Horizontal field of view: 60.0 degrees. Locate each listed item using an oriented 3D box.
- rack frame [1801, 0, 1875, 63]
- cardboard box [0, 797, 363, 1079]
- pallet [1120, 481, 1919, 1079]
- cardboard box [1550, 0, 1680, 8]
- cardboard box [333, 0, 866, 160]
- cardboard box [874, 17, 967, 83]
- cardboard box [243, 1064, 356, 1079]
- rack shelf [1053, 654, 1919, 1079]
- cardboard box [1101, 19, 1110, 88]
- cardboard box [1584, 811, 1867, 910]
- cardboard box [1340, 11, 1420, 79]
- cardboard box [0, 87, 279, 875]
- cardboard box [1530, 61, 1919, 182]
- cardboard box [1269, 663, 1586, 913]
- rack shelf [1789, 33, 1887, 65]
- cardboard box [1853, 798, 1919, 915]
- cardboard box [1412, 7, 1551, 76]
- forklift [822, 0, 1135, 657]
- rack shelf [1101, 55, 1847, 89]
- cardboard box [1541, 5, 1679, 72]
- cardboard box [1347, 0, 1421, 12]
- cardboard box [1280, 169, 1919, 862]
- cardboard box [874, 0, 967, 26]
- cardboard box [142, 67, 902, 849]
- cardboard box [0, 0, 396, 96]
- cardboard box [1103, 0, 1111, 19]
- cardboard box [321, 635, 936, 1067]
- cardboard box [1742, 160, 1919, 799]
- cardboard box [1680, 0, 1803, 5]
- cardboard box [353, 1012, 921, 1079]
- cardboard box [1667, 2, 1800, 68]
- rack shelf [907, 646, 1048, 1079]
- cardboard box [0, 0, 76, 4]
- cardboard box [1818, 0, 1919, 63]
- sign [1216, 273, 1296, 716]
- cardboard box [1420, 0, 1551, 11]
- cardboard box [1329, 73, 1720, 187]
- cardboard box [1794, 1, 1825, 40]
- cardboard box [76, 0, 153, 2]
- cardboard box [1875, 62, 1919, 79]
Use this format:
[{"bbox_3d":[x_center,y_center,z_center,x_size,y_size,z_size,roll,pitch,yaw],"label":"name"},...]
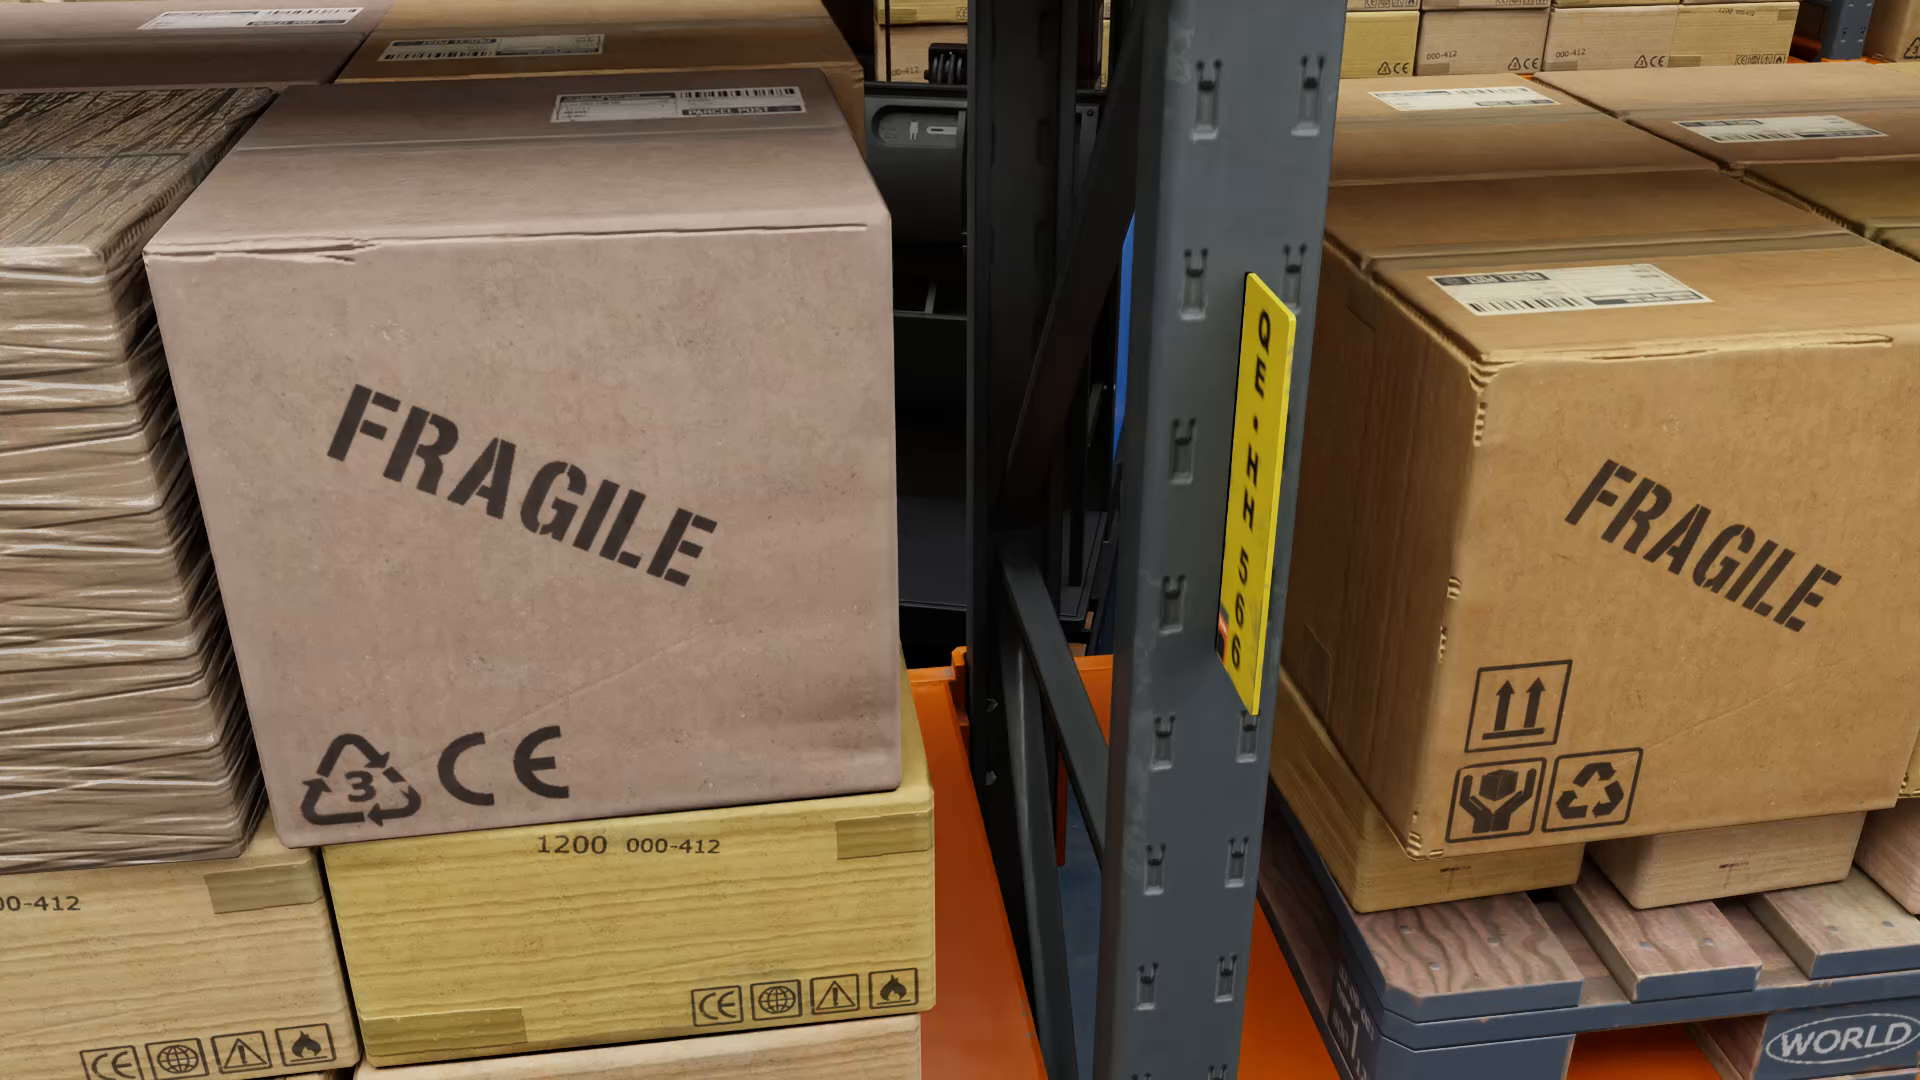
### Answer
[{"bbox_3d":[3.406,-2.263,6.876,0.127,3.000,1.000,-4,27,-7],"label":"rack frame"},{"bbox_3d":[-0.811,0.259,1.576,0.500,0.250,0.500,-4,27,-8],"label":"cardboard box"},{"bbox_3d":[0.831,0.226,2.233,1.003,0.211,1.213,-4,27,-7],"label":"pallet"},{"bbox_3d":[2.447,-2.236,6.439,0.500,0.250,0.500,-4,27,-8],"label":"cardboard box"},{"bbox_3d":[-0.382,-0.334,1.910,0.500,0.500,0.500,-5,28,-9],"label":"cardboard box"},{"bbox_3d":[-0.082,-1.860,6.254,0.500,0.250,0.500,-4,27,-7],"label":"cardboard box"},{"bbox_3d":[-0.828,0.490,1.673,0.500,0.250,0.500,-3,27,-6],"label":"cardboard box"},{"bbox_3d":[2.121,0.427,2.419,4.000,0.370,1.077,-4,27,-7],"label":"rack shelf"},{"bbox_3d":[0.417,-1.890,6.312,0.500,0.250,0.500,-4,27,-8],"label":"cardboard box"},{"bbox_3d":[0.772,0.220,1.850,0.250,0.149,0.380,-5,28,-10],"label":"cardboard box"},{"bbox_3d":[1.440,-1.958,6.444,0.500,0.250,0.500,-3,27,-5],"label":"cardboard box"},{"bbox_3d":[-0.842,-0.067,1.391,0.500,0.500,0.500,-3,27,-6],"label":"cardboard box"},{"bbox_3d":[1.062,-0.322,2.195,0.500,0.500,0.500,-4,27,-8],"label":"cardboard box"},{"bbox_3d":[0.488,0.223,1.845,0.250,0.149,0.380,-5,28,-10],"label":"cardboard box"},{"bbox_3d":[5.386,-2.071,7.288,4.000,0.370,1.077,-4,27,-7],"label":"rack shelf"},{"bbox_3d":[1.050,0.224,1.844,0.250,0.149,0.380,-5,28,-10],"label":"cardboard box"},{"bbox_3d":[1.950,-1.994,6.515,0.500,0.250,0.500,-4,27,-7],"label":"cardboard box"},{"bbox_3d":[-0.112,-1.023,4.532,1.130,2.935,3.031,5,28,9],"label":"forklift"},{"bbox_3d":[1.425,-1.816,6.792,4.000,0.370,1.077,-4,27,-7],"label":"rack shelf"},{"bbox_3d":[2.446,-2.012,6.550,0.500,0.250,0.500,-4,27,-7],"label":"cardboard box"},{"bbox_3d":[1.437,-2.183,6.335,0.500,0.250,0.500,-3,27,-6],"label":"cardboard box"},{"bbox_3d":[0.618,-0.053,1.672,0.500,0.500,0.500,-4,27,-9],"label":"cardboard box"},{"bbox_3d":[-0.078,-2.071,6.118,0.500,0.250,0.500,-4,27,-7],"label":"cardboard box"},{"bbox_3d":[-0.335,-0.104,1.461,0.500,0.500,0.500,-4,27,-9],"label":"cardboard box"},{"bbox_3d":[-0.872,-0.298,1.840,0.500,0.500,0.500,-4,27,-7],"label":"cardboard box"},{"bbox_3d":[0.414,-2.114,6.201,0.500,0.250,0.500,-3,27,-5],"label":"cardboard box"},{"bbox_3d":[-0.304,0.225,1.643,0.500,0.250,0.500,-4,27,-7],"label":"cardboard box"},{"bbox_3d":[1.133,-0.089,1.743,0.500,0.500,0.500,-2,27,-4],"label":"cardboard box"},{"bbox_3d":[2.955,-2.272,6.510,0.500,0.250,0.500,-4,27,-8],"label":"cardboard box"},{"bbox_3d":[-0.325,0.451,1.750,0.500,0.250,0.500,-5,28,-9],"label":"cardboard box"},{"bbox_3d":[2.943,-2.046,6.617,0.500,0.250,0.500,-3,27,-6],"label":"cardboard box"},{"bbox_3d":[-1.840,0.682,1.923,4.000,0.370,1.077,-4,27,-7],"label":"rack shelf"},{"bbox_3d":[-3.087,-1.797,5.653,0.258,0.266,0.396,-2,27,-5],"label":"cardboard box"},{"bbox_3d":[3.882,-2.218,6.678,0.500,0.500,0.500,-4,27,-9],"label":"cardboard box"},{"bbox_3d":[0.221,-0.030,1.254,0.005,0.325,0.100,-4,27,-7],"label":"sign"},{"bbox_3d":[1.940,-2.207,6.381,0.500,0.250,0.500,-3,27,-6],"label":"cardboard box"},{"bbox_3d":[0.551,-0.284,2.122,0.500,0.500,0.500,-4,27,-9],"label":"cardboard box"},{"bbox_3d":[3.813,-2.459,7.147,0.500,0.500,0.500,-4,27,-7],"label":"cardboard box"},{"bbox_3d":[-2.716,-1.999,5.790,0.500,0.500,0.700,-4,27,-7],"label":"cardboard box"},{"bbox_3d":[1.562,-0.354,2.259,0.500,0.500,0.500,-6,28,-11],"label":"cardboard box"}]
